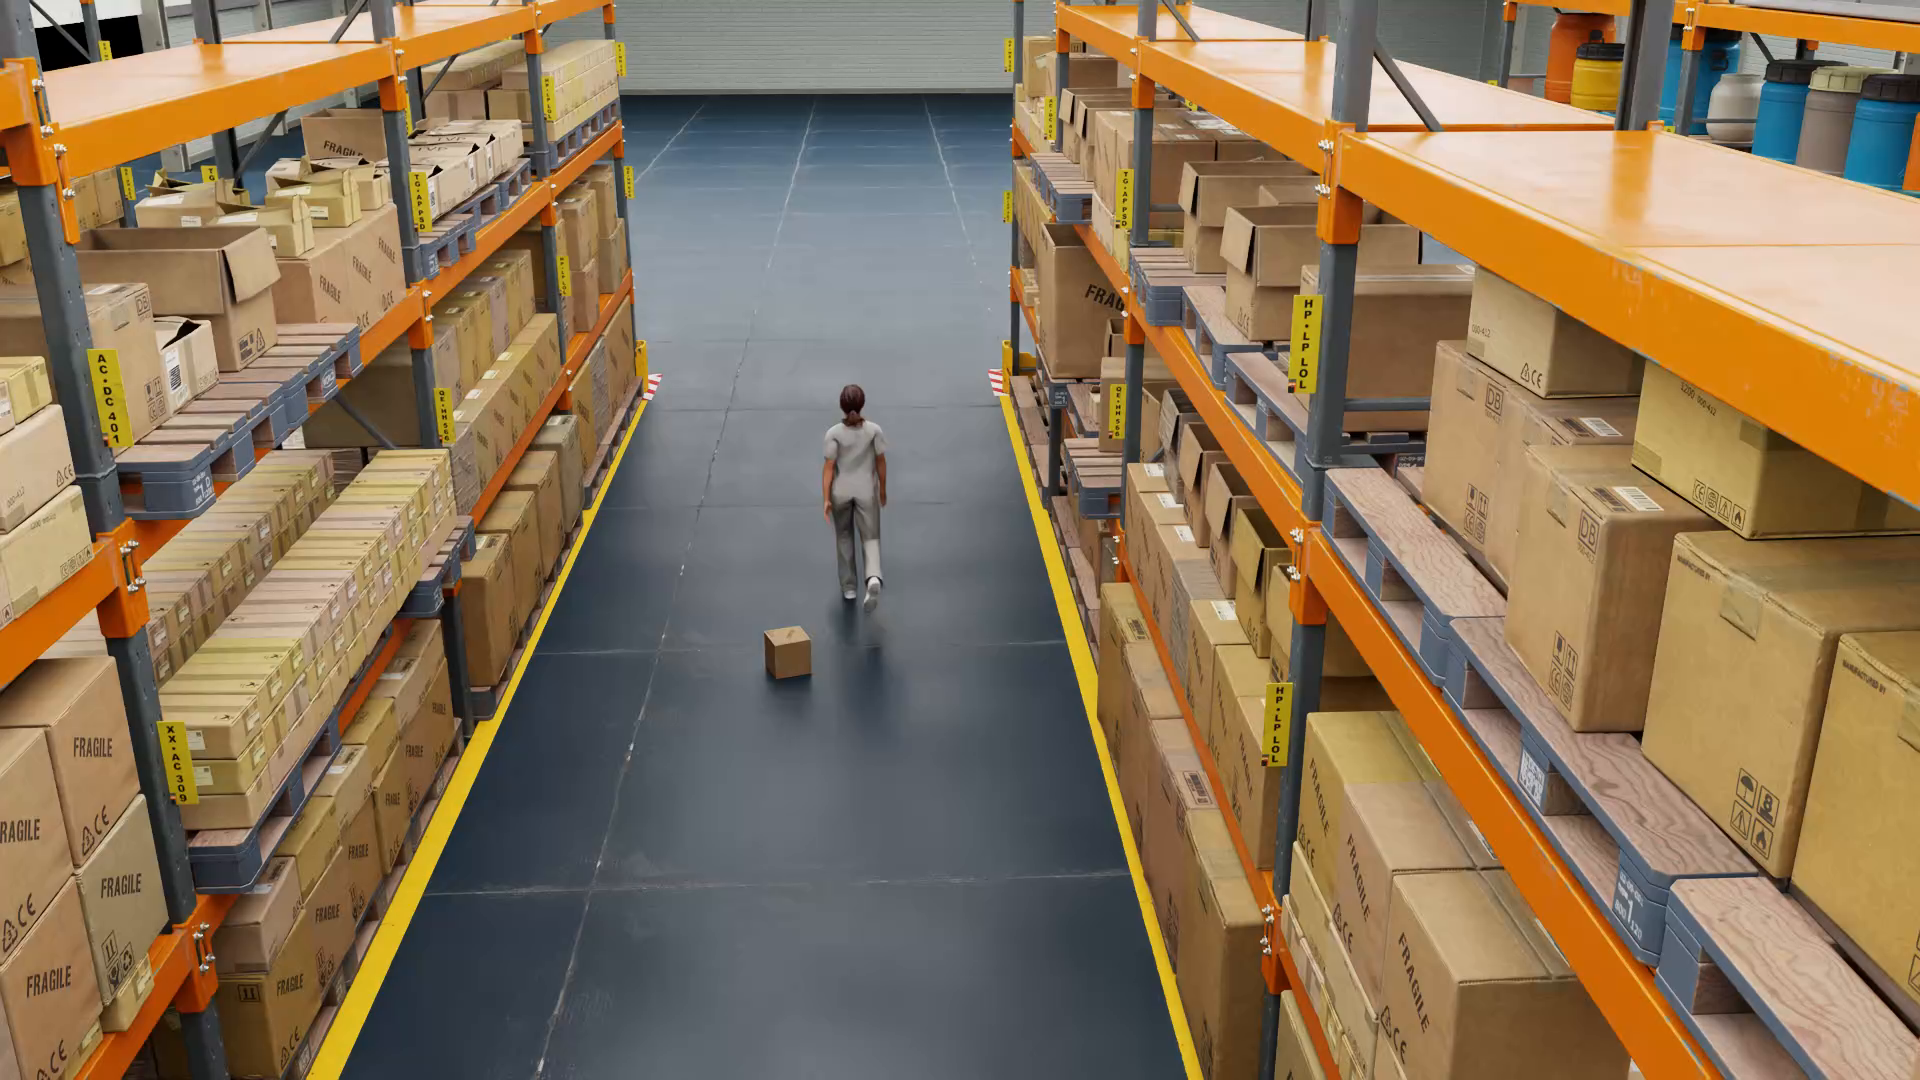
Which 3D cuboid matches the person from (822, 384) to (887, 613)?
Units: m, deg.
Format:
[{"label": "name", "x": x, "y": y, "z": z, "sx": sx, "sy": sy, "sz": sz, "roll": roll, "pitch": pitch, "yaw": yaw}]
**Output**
[{"label": "person", "x": -0.745, "y": -0.294, "z": 11.861, "sx": 0.461, "sy": 1.638, "sz": 0.814, "roll": -2, "pitch": 21, "yaw": -4}]
